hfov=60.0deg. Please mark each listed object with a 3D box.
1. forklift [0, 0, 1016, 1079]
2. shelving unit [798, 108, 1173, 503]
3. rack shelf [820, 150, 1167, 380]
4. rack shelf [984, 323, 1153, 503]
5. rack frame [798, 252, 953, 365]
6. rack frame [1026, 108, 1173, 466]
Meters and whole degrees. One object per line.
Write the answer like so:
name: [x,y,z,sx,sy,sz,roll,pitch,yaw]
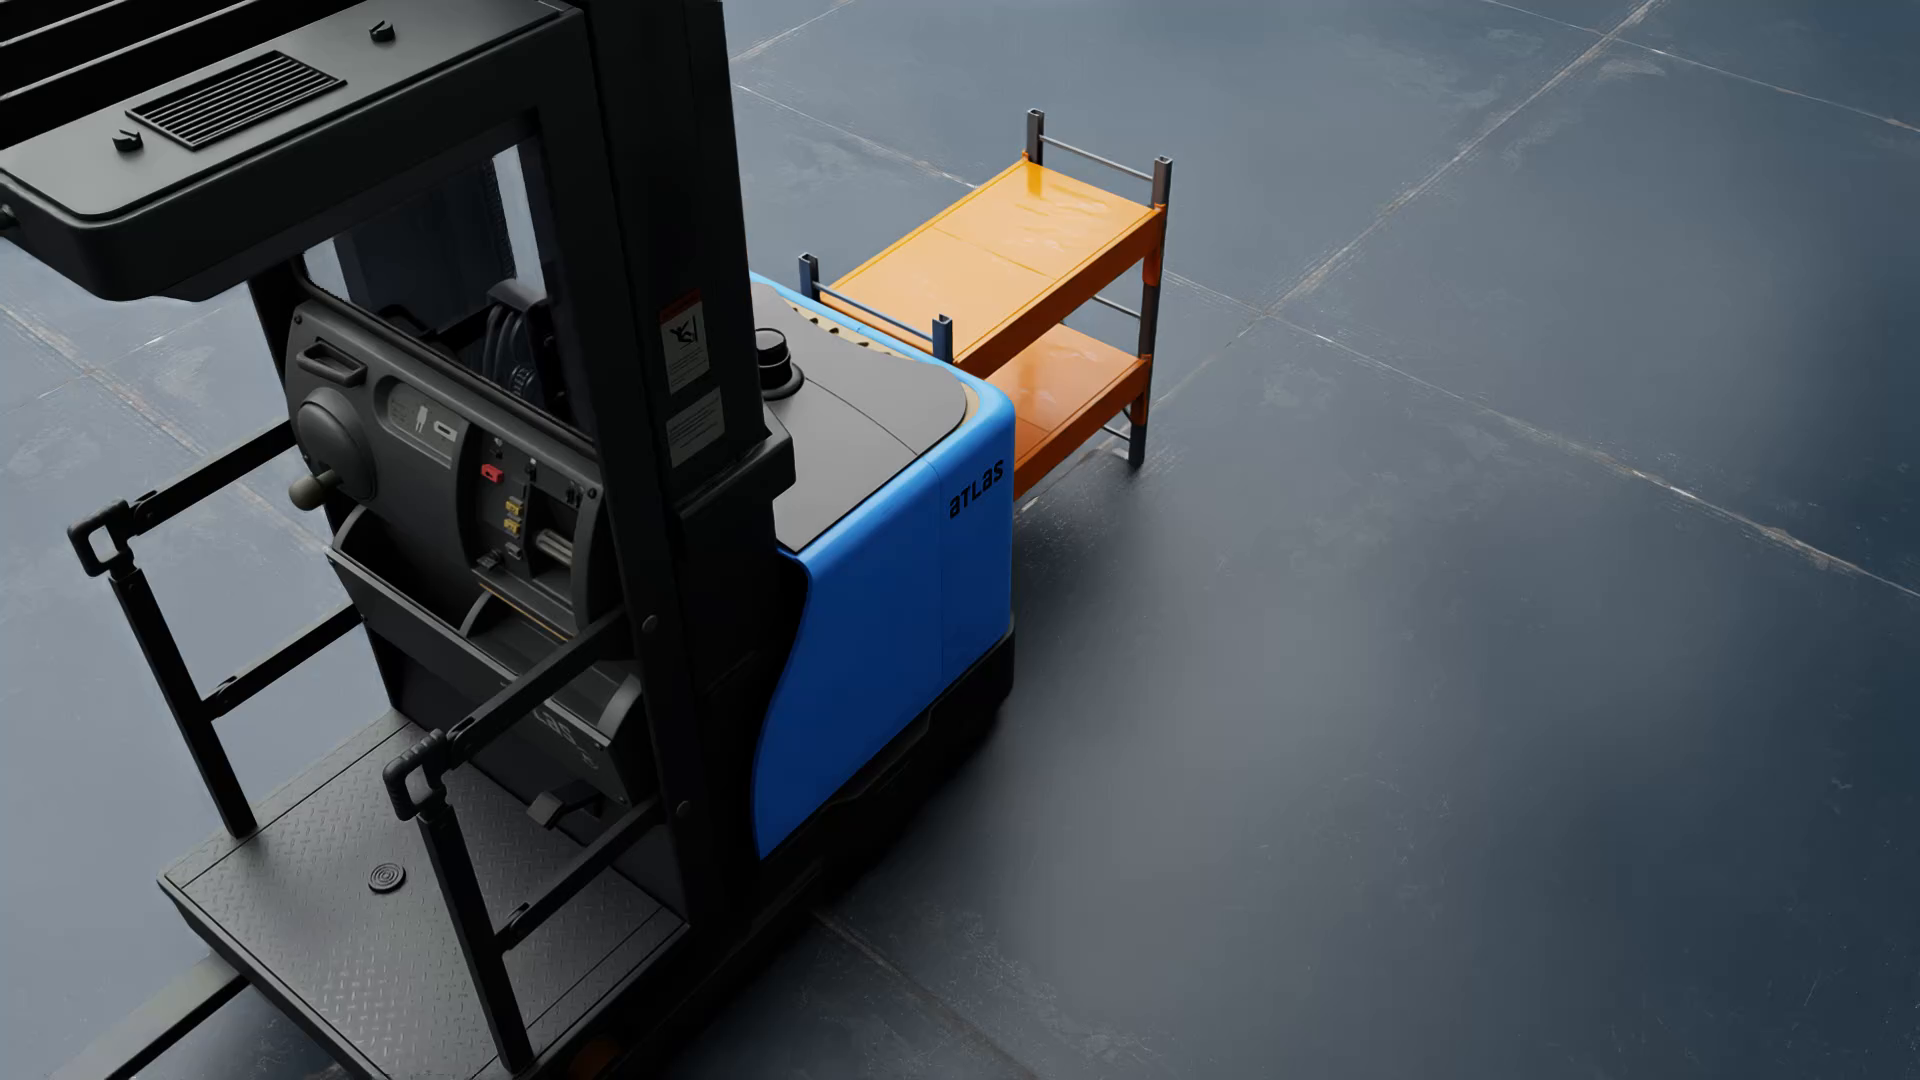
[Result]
forklift: [-1.156,-0.065,3.143,1.130,2.935,3.031,28,49,27]
shelving unit: [0.092,-0.505,4.970,0.538,1.125,1.048,28,49,27]
rack shelf: [0.092,-0.722,4.773,0.538,0.278,1.000,28,49,27]
rack shelf: [0.092,-0.325,5.134,0.538,0.278,1.000,28,49,27]
rack frame: [-0.223,-0.237,4.675,0.500,1.125,0.032,28,49,27]
rack frame: [0.407,-0.774,5.265,0.500,1.125,0.032,28,49,27]
